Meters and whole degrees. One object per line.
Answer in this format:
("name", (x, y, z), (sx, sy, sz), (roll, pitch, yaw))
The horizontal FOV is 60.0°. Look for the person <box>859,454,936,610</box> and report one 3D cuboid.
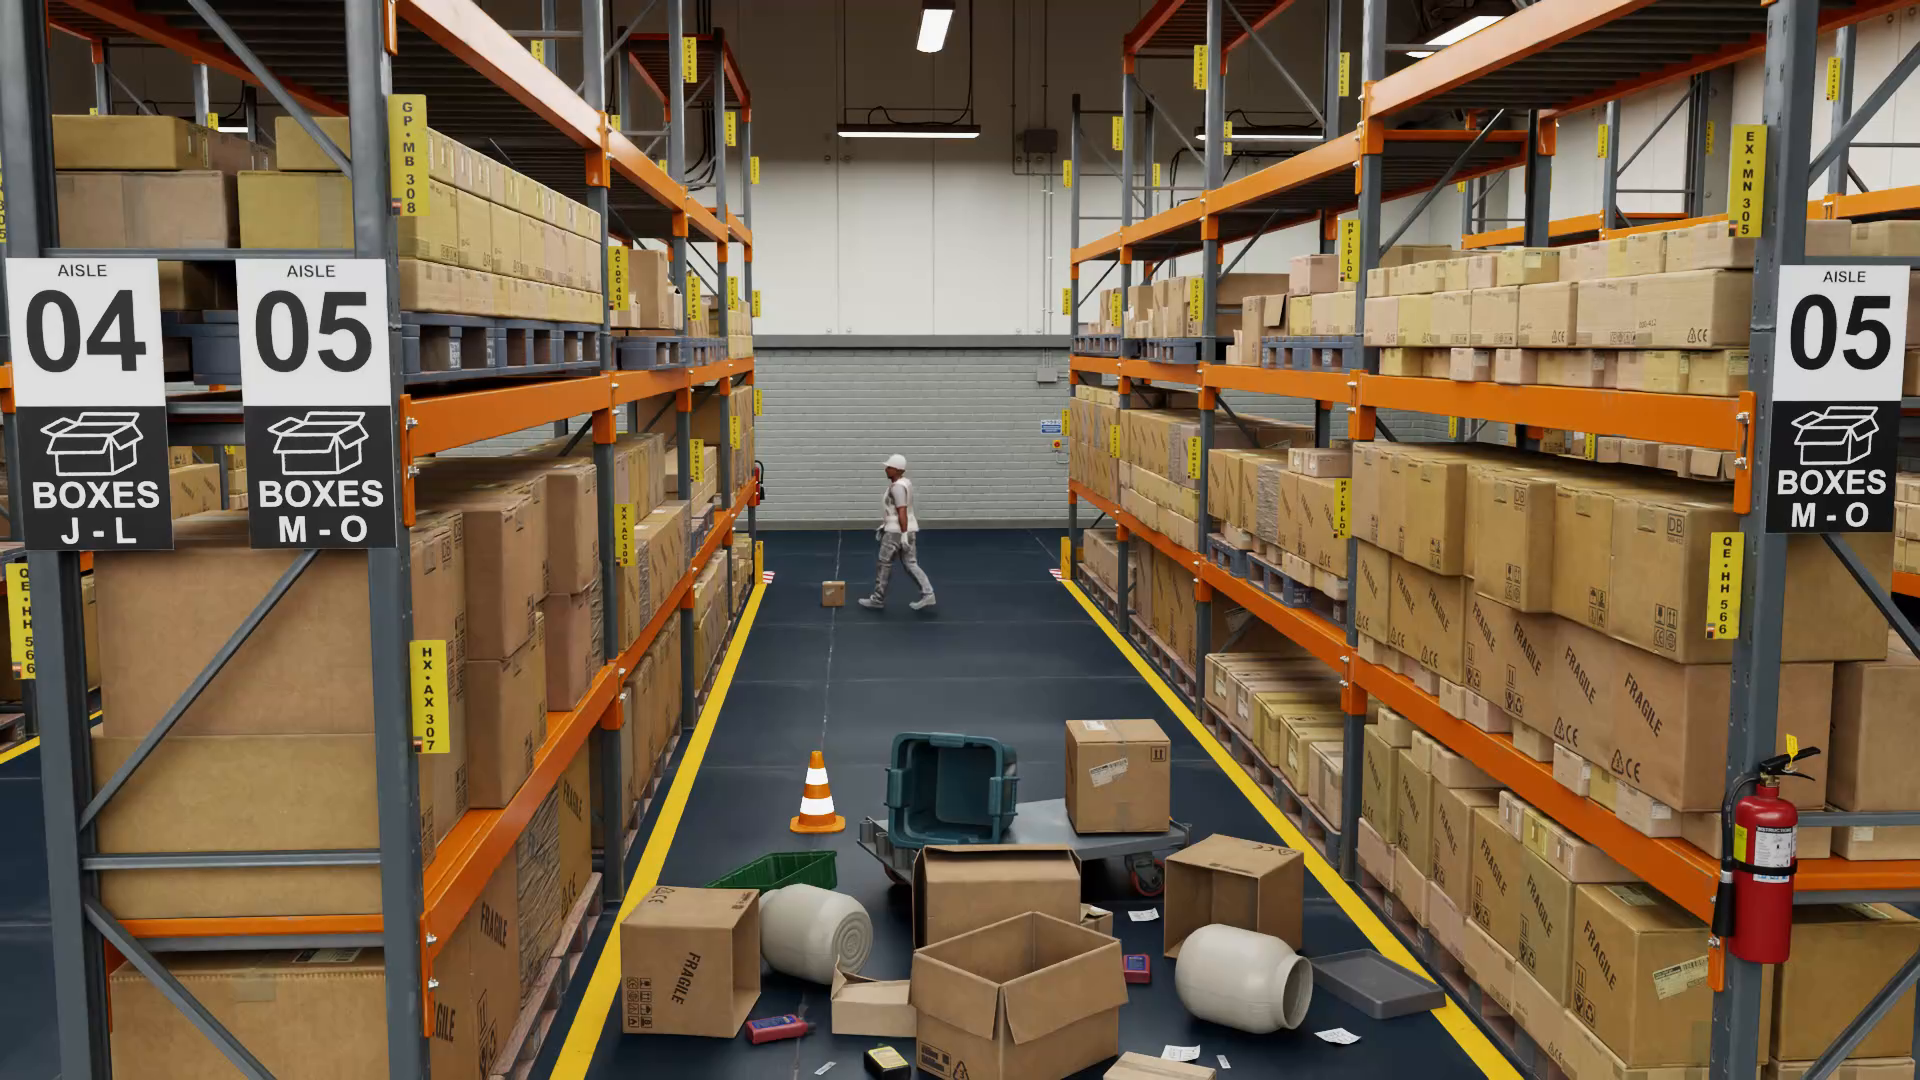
("person", (-0.682, -0.090, 18.505), (0.974, 1.741, 0.532), (3, 7, 25))
